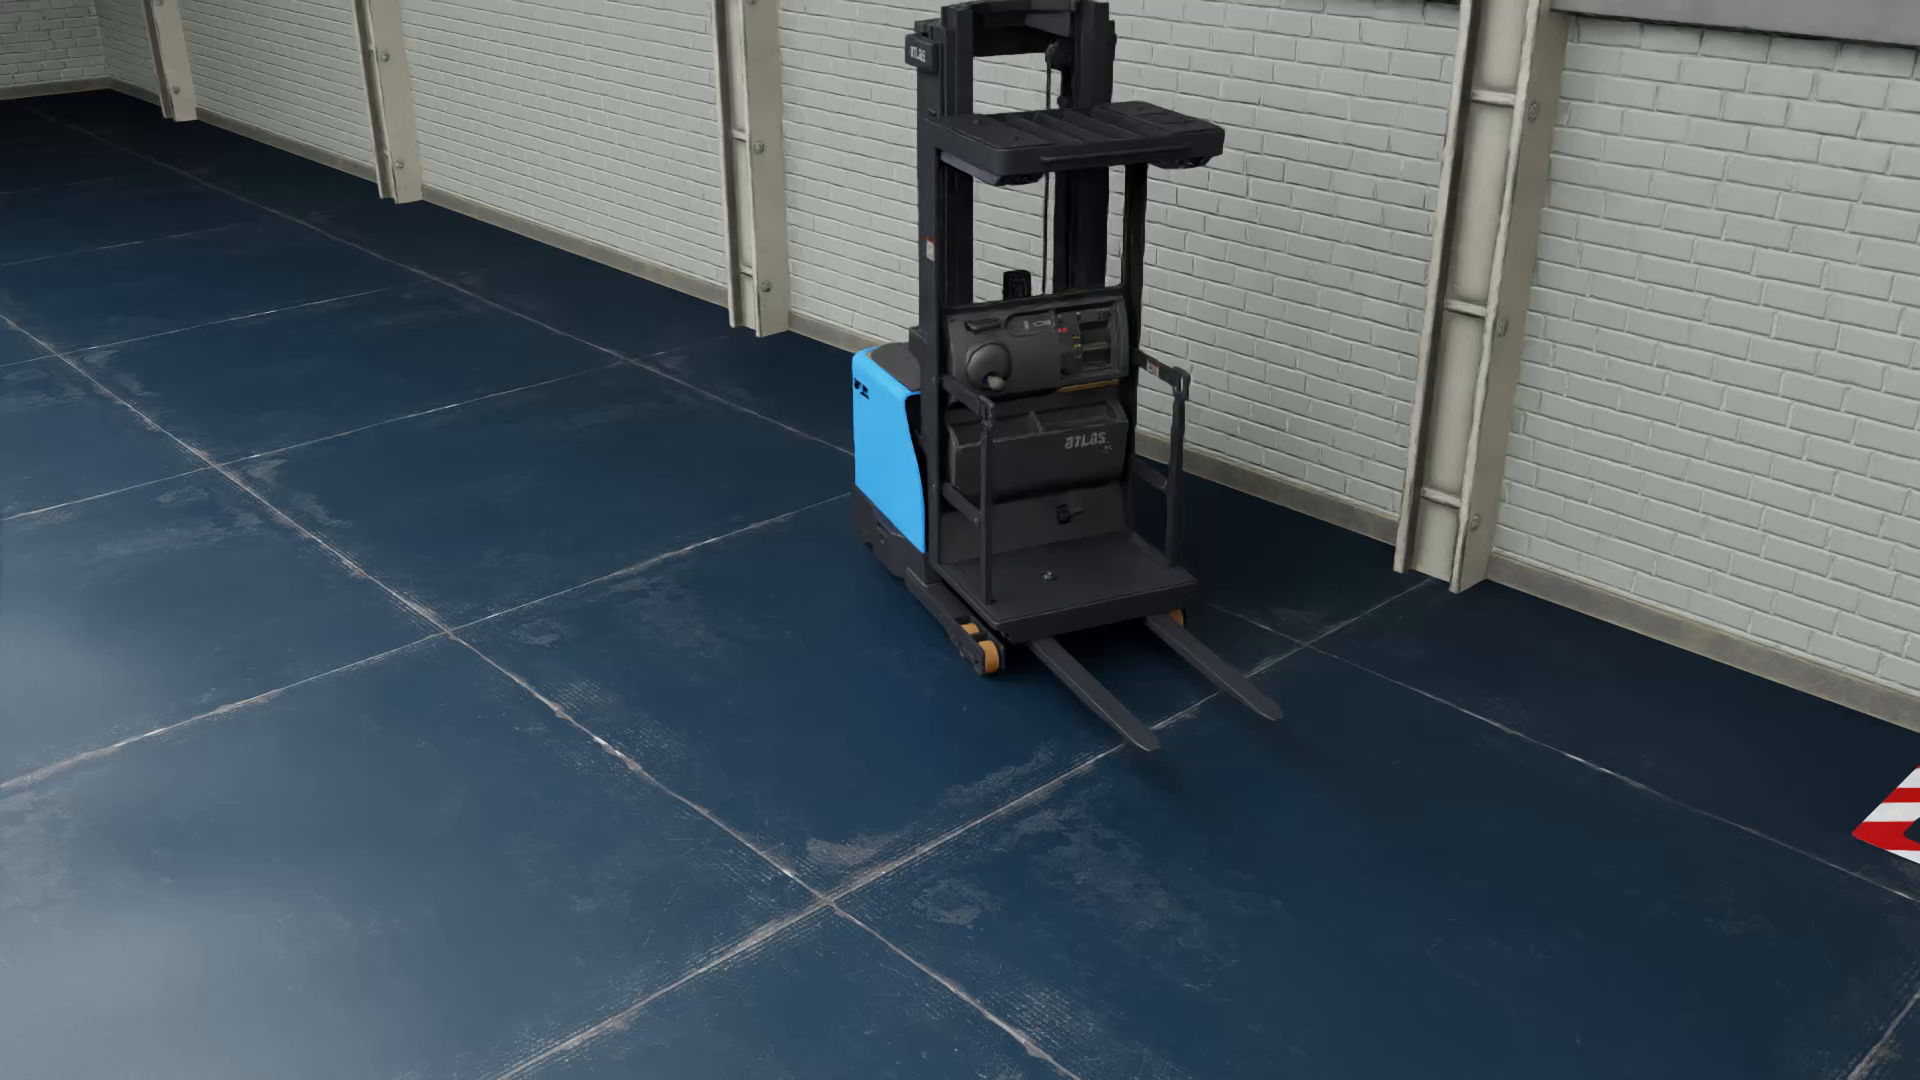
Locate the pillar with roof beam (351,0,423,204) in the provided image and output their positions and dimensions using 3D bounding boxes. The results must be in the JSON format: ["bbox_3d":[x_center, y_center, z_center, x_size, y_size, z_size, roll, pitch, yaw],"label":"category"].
[{"bbox_3d":[-8.784,-6.332,12.287,9.100,9.000,0.400,-21,32,-38],"label":"pillar with roof beam"}]

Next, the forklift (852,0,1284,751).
[{"bbox_3d":[0.463,-0.898,7.687,1.130,2.935,3.031,-10,27,-22],"label":"forklift"}]

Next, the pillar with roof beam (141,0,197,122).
[{"bbox_3d":[-12.885,-8.150,16.272,9.100,9.000,0.400,-21,32,-38],"label":"pillar with roof beam"}]

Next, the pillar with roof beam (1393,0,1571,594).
[{"bbox_3d":[-0.582,-2.696,4.318,9.100,9.000,0.400,-21,32,-38],"label":"pillar with roof beam"}]

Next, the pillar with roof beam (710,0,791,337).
[{"bbox_3d":[-4.683,-4.514,8.303,9.100,9.000,0.400,-21,32,-38],"label":"pillar with roof beam"}]
